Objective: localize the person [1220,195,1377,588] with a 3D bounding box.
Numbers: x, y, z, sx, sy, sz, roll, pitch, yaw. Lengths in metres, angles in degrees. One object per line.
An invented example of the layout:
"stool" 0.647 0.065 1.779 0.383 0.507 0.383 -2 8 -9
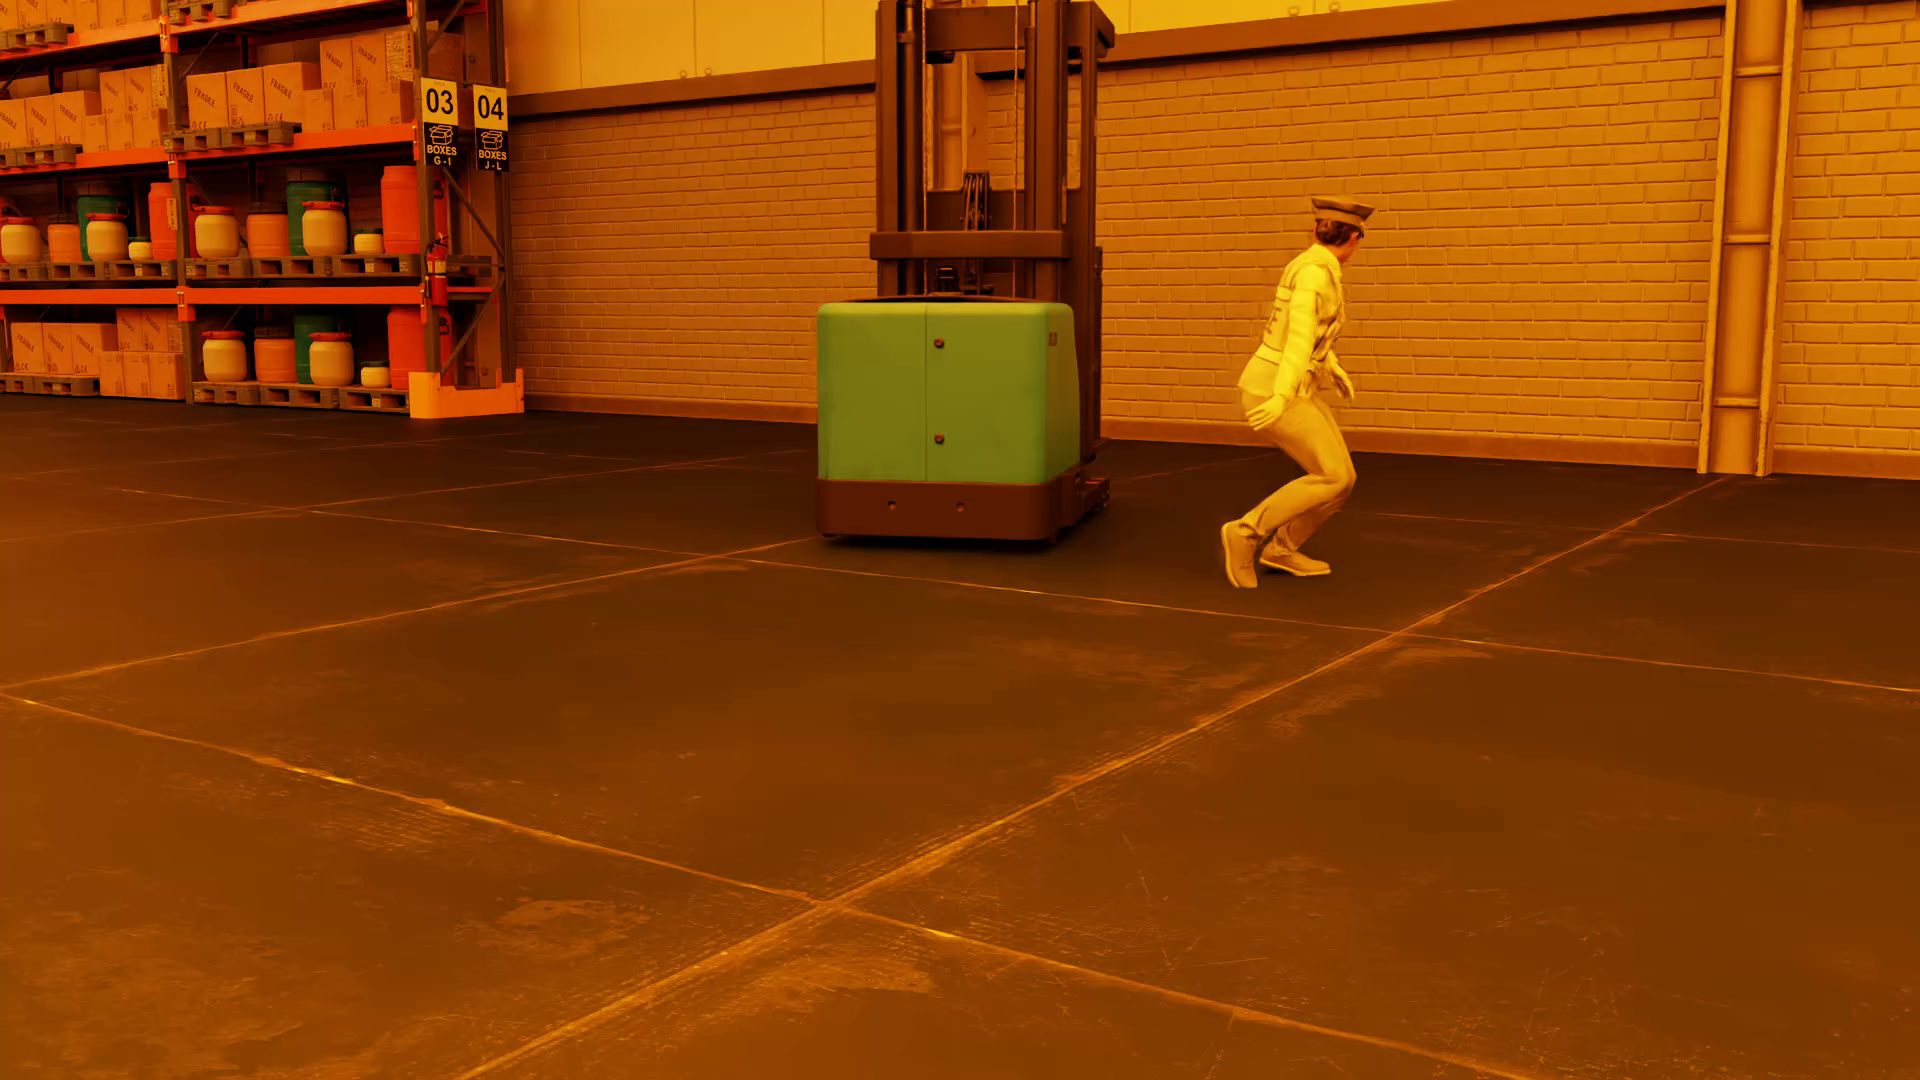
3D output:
"person" 1.288 -0.548 6.336 0.523 1.509 0.893 3 9 18

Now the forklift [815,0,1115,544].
"forklift" 0.180 -1.600 8.445 1.130 2.935 3.031 2 8 12
